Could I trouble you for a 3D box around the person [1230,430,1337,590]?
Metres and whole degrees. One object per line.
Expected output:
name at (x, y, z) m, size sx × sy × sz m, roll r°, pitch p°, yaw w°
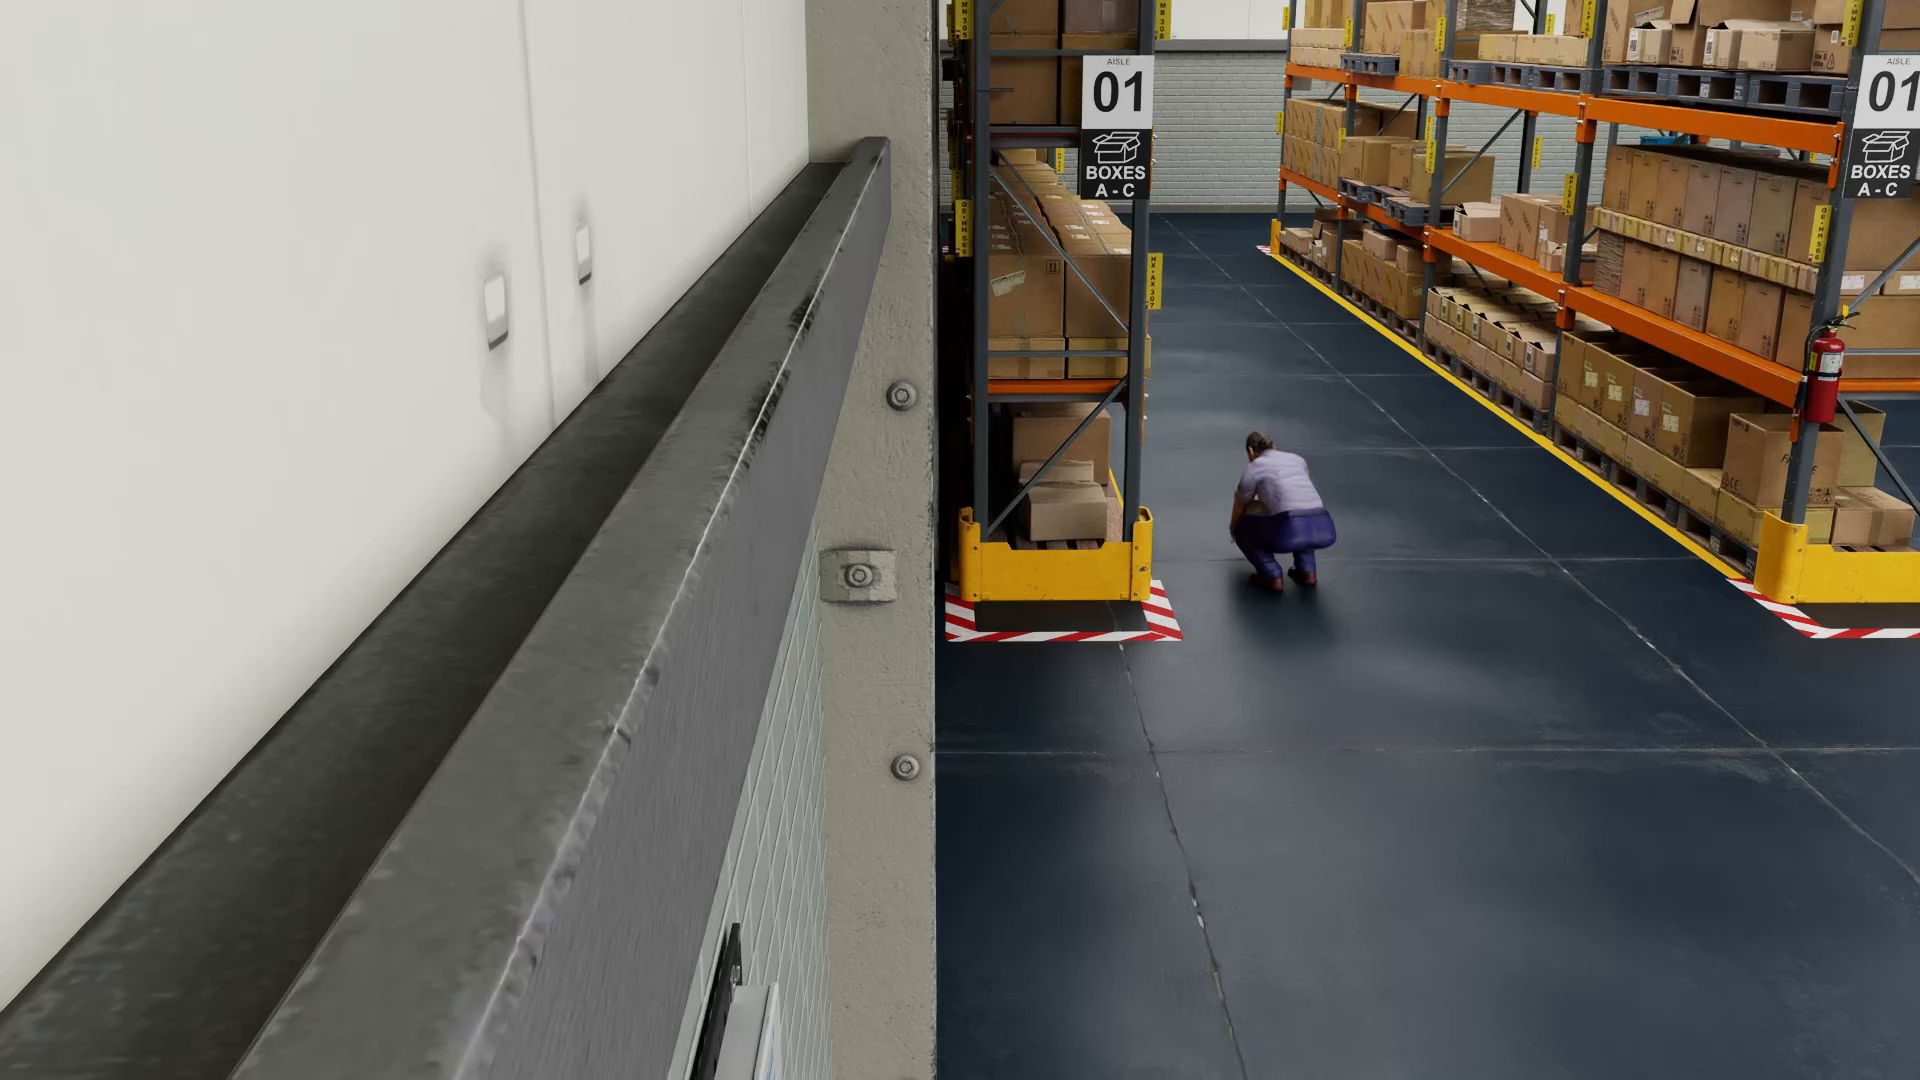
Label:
person at (1.998, -0.208, 10.505) m, size 0.519 × 0.916 × 0.811 m, roll -5°, pitch 18°, yaw -17°
